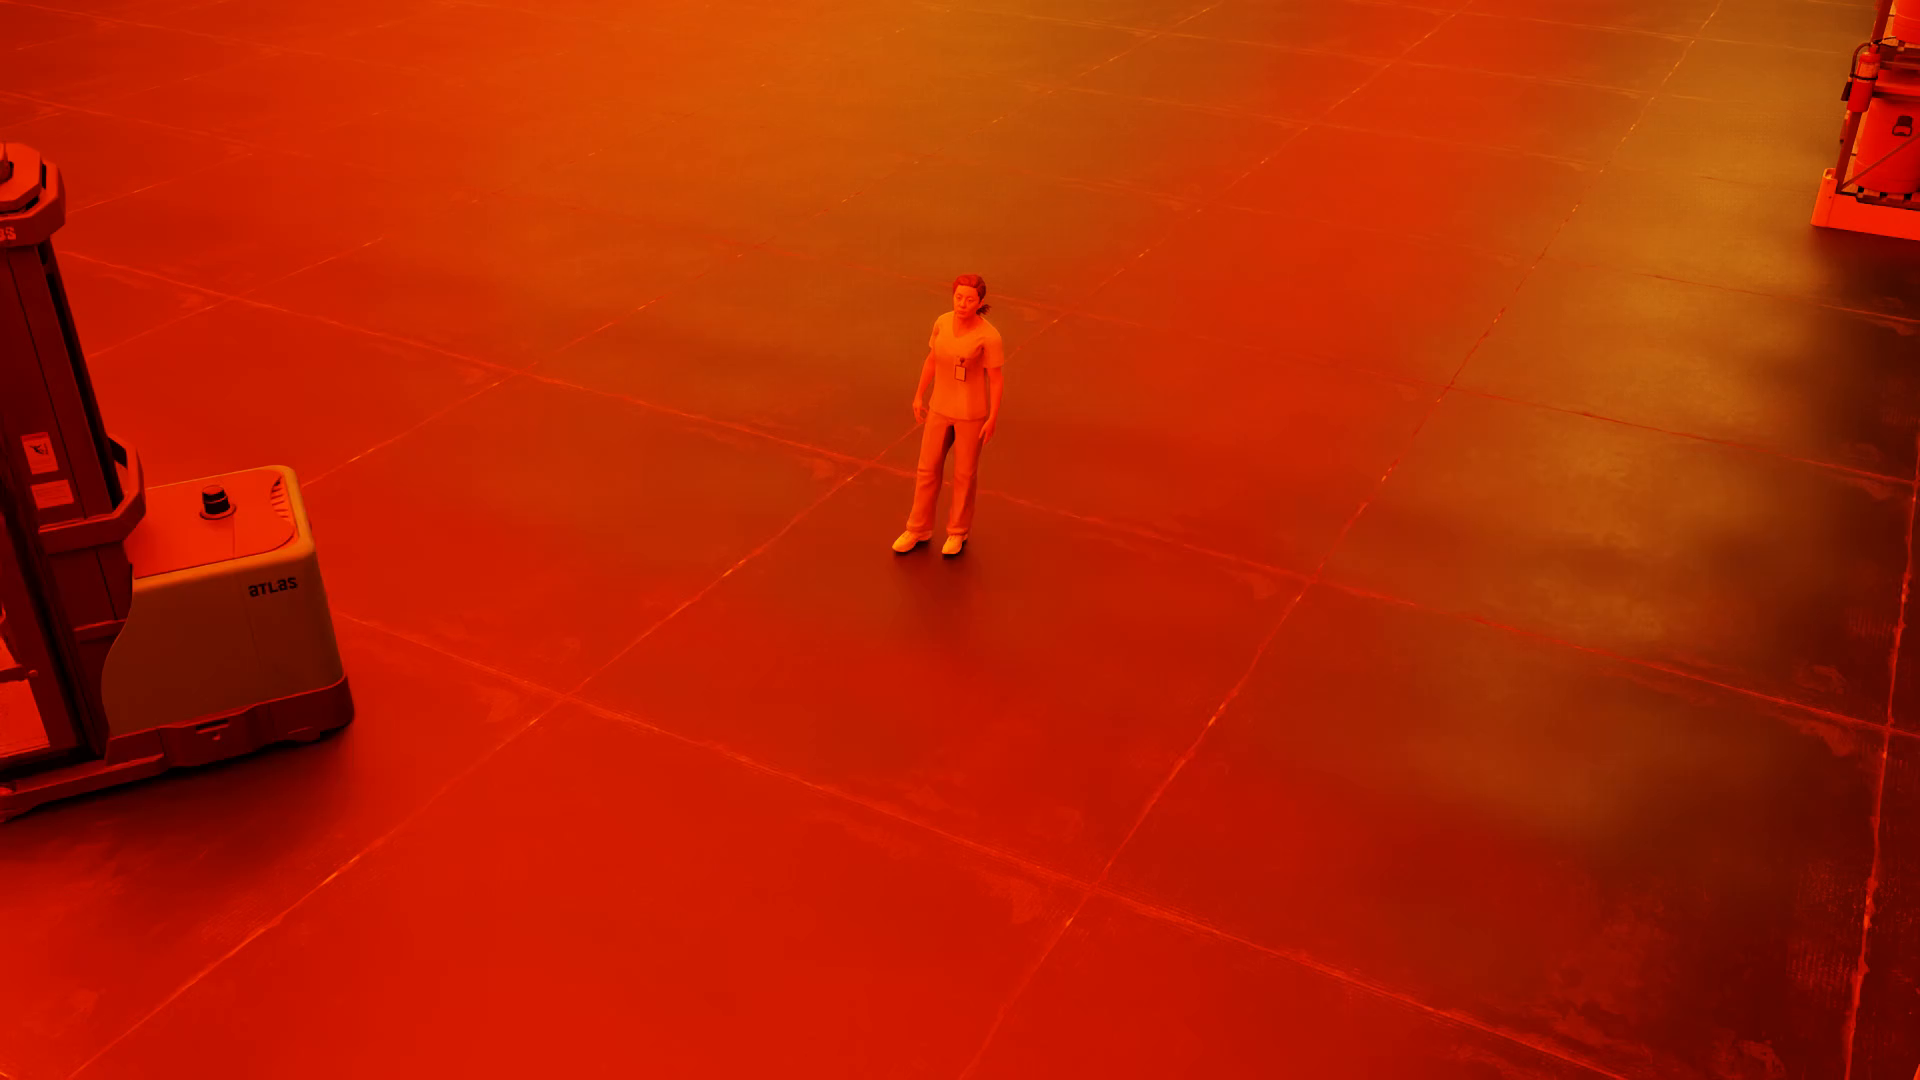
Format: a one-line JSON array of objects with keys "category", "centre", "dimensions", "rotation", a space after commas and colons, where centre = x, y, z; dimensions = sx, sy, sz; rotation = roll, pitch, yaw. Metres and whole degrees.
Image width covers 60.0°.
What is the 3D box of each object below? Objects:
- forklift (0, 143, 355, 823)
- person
[{"category": "forklift", "centre": [-4.594, -0.214, 7.441], "dimensions": [3.031, 2.935, 1.130], "rotation": [-13, 33, -22]}, {"category": "person", "centre": [-0.048, -0.704, 9.530], "dimensions": [0.549, 1.675, 0.549], "rotation": [15, 33, 25]}]
